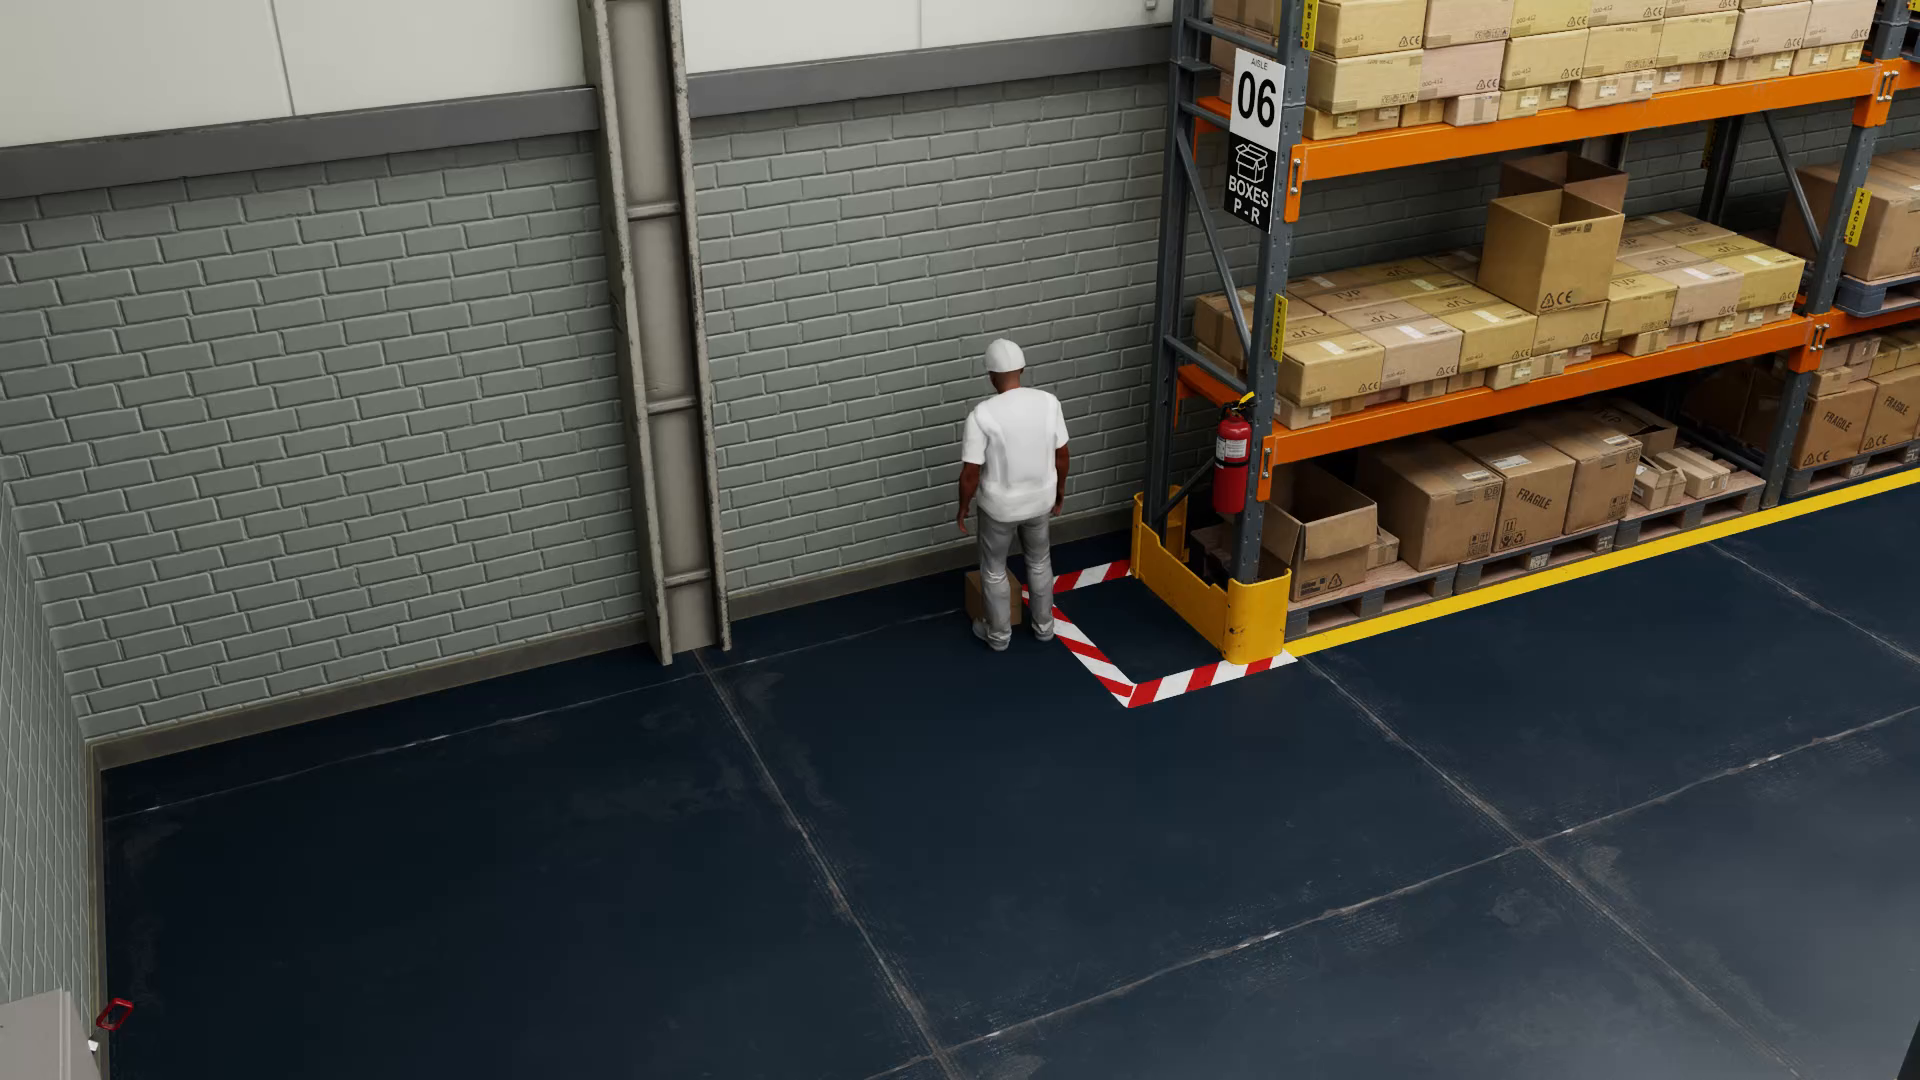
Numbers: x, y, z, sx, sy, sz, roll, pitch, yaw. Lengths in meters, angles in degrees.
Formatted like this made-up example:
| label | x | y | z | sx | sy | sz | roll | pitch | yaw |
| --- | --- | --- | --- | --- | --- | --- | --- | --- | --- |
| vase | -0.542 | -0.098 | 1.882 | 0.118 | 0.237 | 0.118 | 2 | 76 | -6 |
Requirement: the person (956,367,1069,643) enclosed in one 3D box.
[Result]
| label | x | y | z | sx | sy | sz | roll | pitch | yaw |
| --- | --- | --- | --- | --- | --- | --- | --- | --- | --- |
| person | 0.273 | -0.239 | 8.839 | 0.633 | 1.660 | 0.362 | -11 | 31 | -19 |
